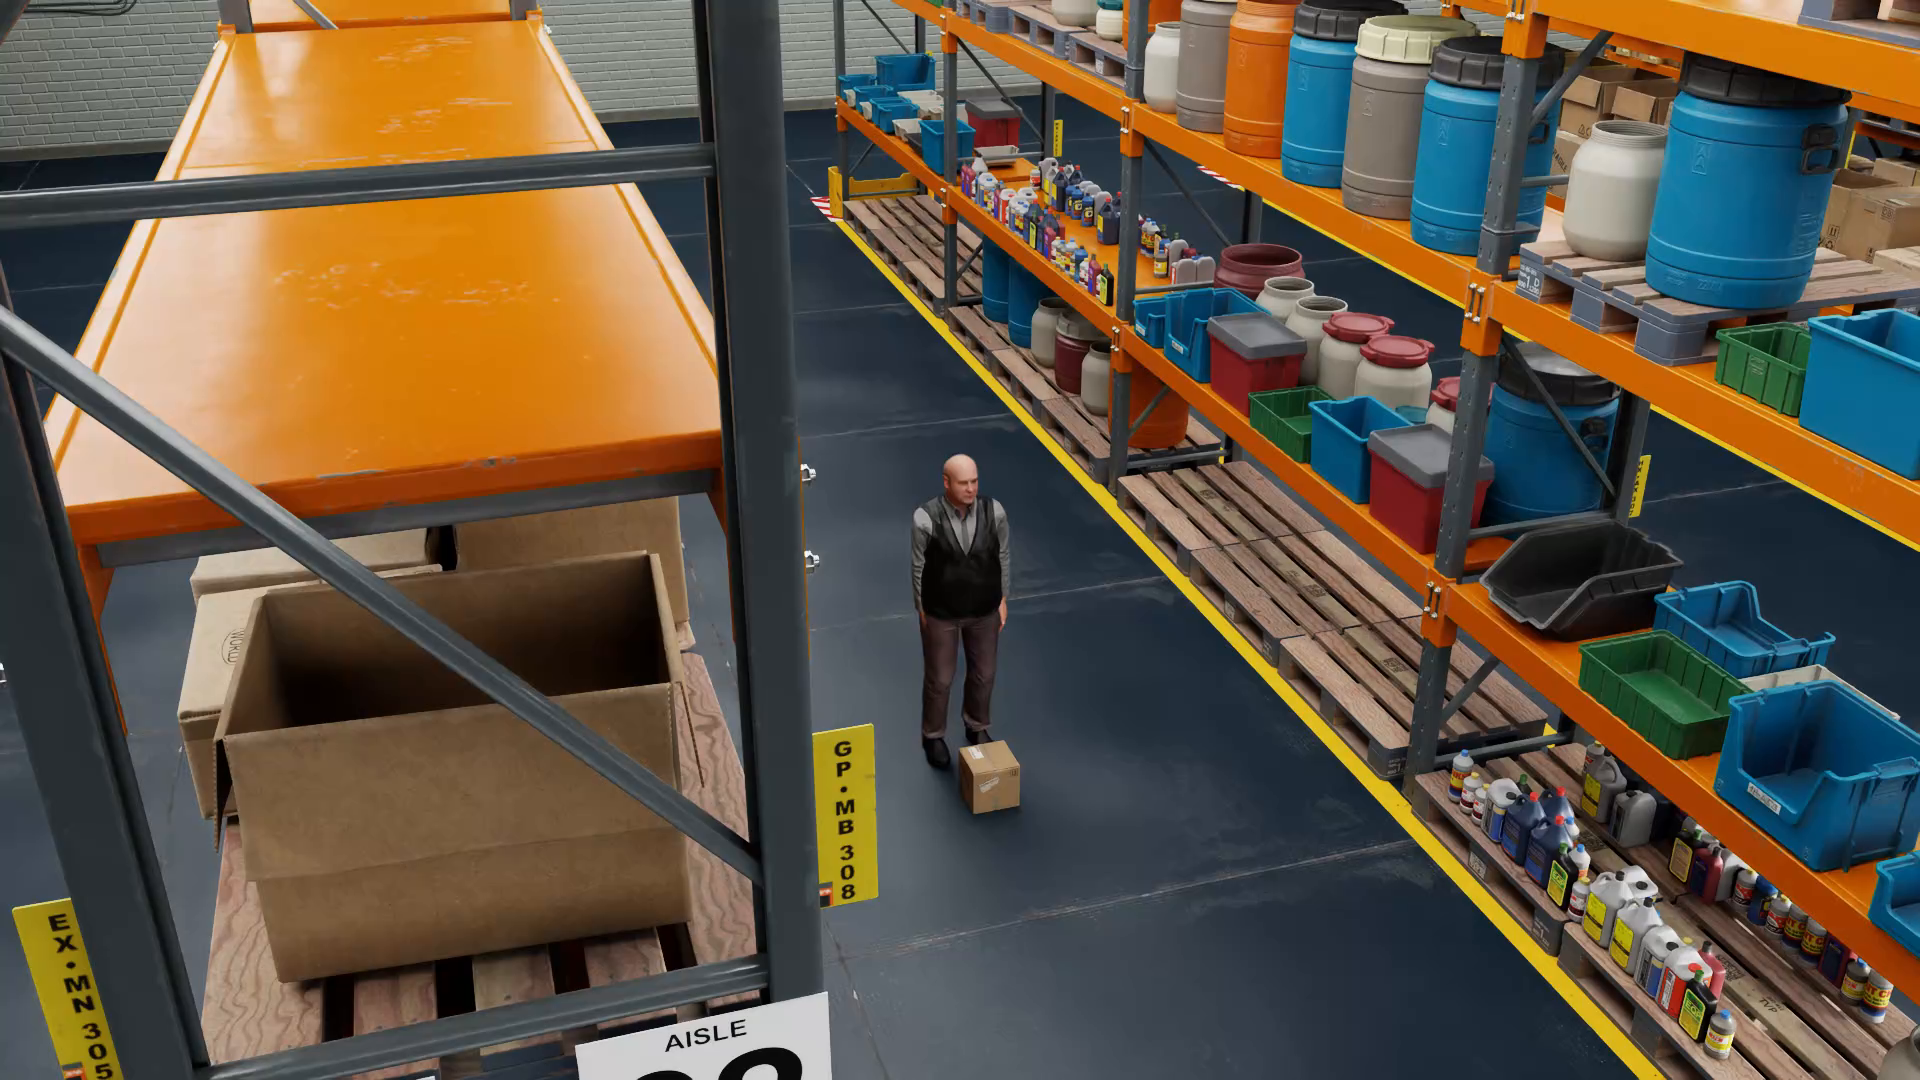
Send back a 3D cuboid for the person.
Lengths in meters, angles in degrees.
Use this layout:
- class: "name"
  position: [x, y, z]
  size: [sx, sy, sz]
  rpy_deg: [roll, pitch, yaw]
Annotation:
- class: "person"
  position: [0.014, 0.368, 8.662]
  size: [0.532, 1.727, 0.359]
  rpy_deg: [-7, 27, -15]
